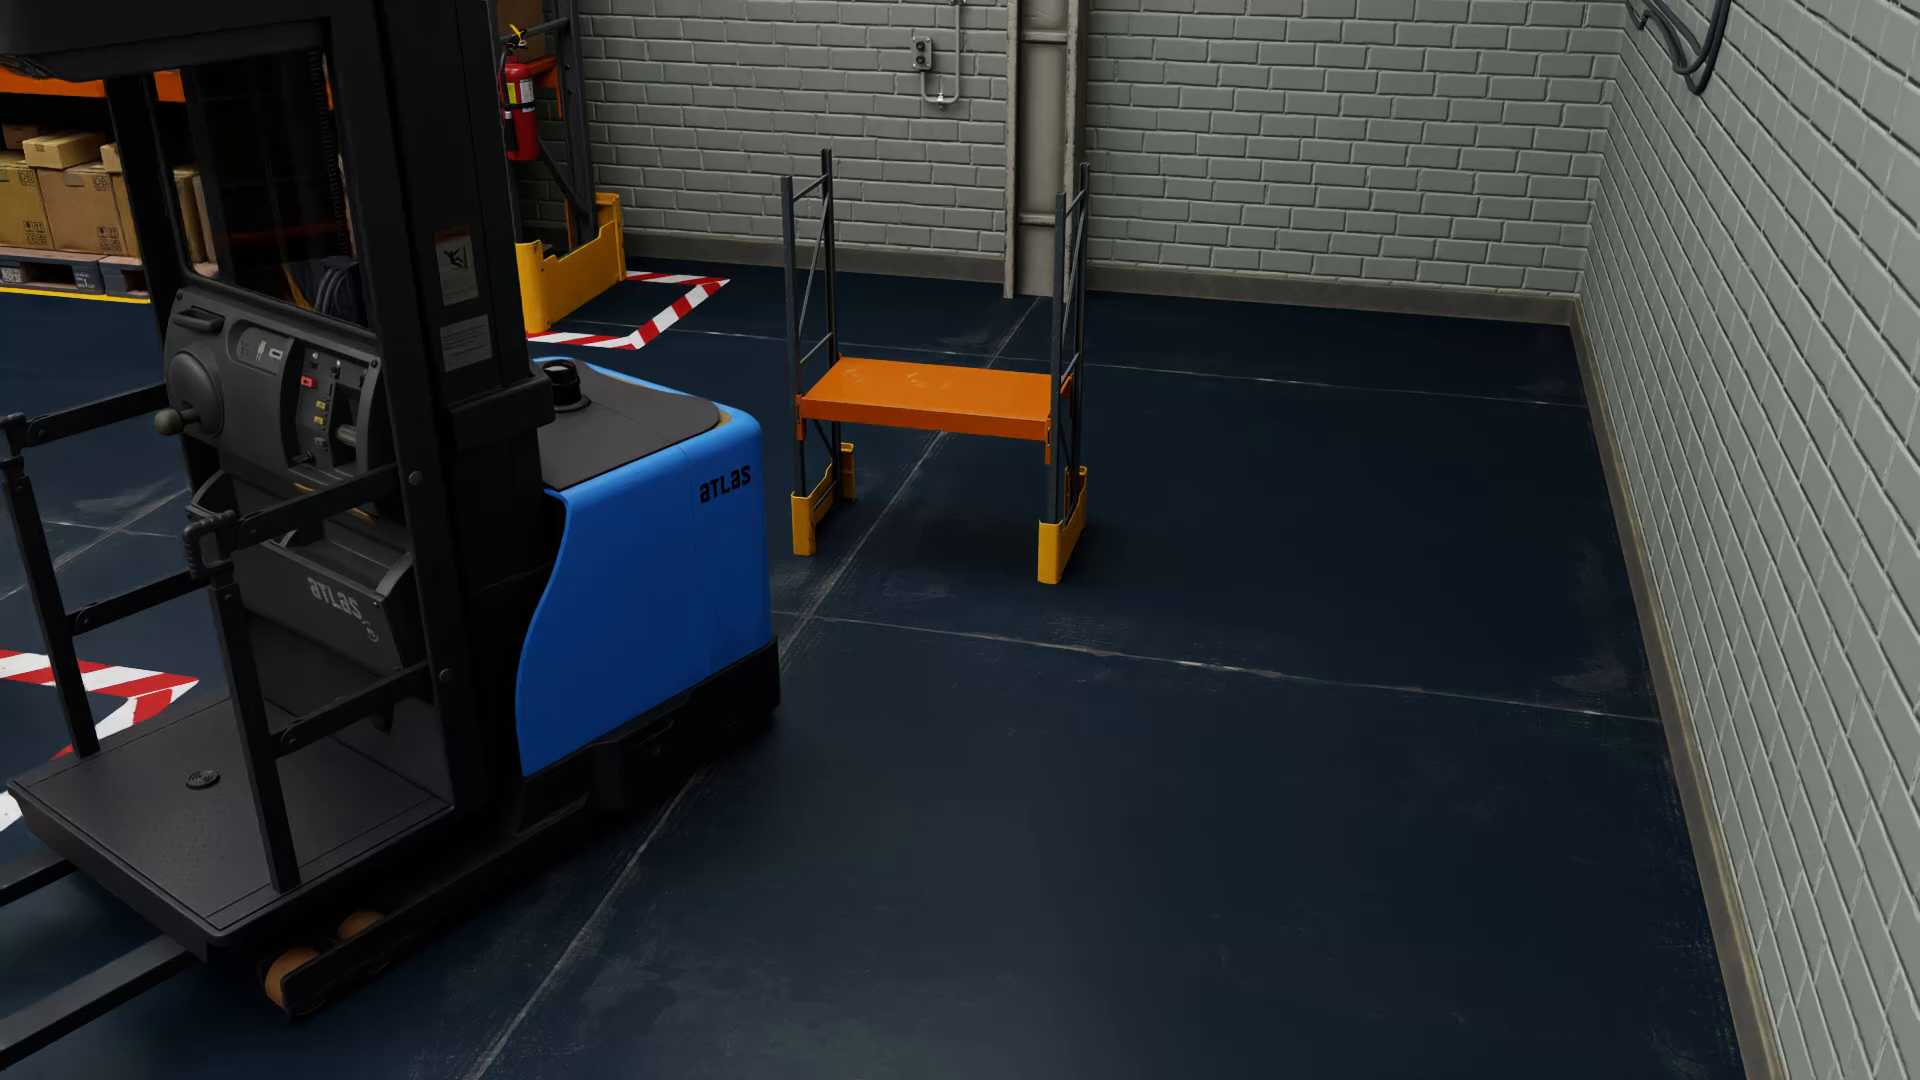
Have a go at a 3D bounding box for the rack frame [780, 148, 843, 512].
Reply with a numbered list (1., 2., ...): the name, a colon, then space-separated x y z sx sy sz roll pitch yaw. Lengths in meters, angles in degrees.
1. rack frame: -0.575 -0.741 6.561 0.032 1.500 0.500 6 26 13

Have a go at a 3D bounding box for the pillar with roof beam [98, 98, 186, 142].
1. pillar with roof beam: -6.398 -4.374 5.469 0.400 9.000 9.100 6 26 13

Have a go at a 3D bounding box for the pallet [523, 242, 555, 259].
1. pallet: -3.139 -1.538 9.736 1.213 0.211 1.003 6 26 13

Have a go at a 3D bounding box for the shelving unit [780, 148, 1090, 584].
1. shelving unit: -0.074 -0.685 6.445 1.083 1.500 0.587 6 26 13

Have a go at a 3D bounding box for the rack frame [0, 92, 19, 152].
1. rack frame: -6.219 -3.173 9.924 0.127 3.000 1.000 6 26 13

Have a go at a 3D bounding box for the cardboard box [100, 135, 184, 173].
1. cardboard box: -4.729 -2.235 9.621 0.250 0.149 0.380 6 26 12

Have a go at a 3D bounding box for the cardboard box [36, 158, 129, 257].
1. cardboard box: -5.035 -2.056 9.998 0.500 0.500 0.700 6 26 12

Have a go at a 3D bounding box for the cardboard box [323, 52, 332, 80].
1. cardboard box: -3.549 -3.004 9.220 0.700 0.700 0.980 6 26 13

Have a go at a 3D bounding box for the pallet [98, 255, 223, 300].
1. pallet: -4.317 -1.670 10.012 1.213 0.211 1.003 6 26 13

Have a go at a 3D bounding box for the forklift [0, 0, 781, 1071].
1. forklift: -1.891 -0.361 4.099 1.130 2.935 3.031 18 31 34

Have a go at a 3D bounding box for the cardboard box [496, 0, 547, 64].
1. cardboard box: -2.842 -2.930 9.066 0.700 0.700 0.980 8 26 15

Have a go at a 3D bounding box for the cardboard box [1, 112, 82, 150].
1. cardboard box: -5.612 -2.502 10.181 0.250 0.149 0.380 6 26 13

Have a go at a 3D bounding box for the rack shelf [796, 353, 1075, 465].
1. rack shelf: -0.083 -0.524 6.524 1.000 0.185 0.538 6 26 13

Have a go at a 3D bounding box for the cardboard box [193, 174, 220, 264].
1. cardboard box: -4.020 -1.946 9.767 0.500 0.500 0.700 5 26 11

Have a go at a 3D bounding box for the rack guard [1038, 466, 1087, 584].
1. rack guard: 0.408 -0.068 6.601 0.087 0.250 0.587 6 26 13

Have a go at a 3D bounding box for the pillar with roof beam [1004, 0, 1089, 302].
1. pillar with roof beam: -0.587 -3.732 4.120 0.400 9.000 9.100 6 26 13

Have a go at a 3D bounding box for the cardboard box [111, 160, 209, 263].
1. cardboard box: -4.538 -2.000 9.880 0.500 0.500 0.700 7 26 14

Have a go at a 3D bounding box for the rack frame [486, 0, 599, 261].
1. rack frame: -2.345 -2.744 9.025 0.127 3.000 1.000 6 26 13

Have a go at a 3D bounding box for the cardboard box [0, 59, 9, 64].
1. cardboard box: -4.992 -3.163 9.555 0.700 0.700 0.980 6 26 12

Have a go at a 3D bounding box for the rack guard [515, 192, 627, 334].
1. rack guard: -2.322 -1.613 9.557 0.348 0.500 1.175 6 26 13

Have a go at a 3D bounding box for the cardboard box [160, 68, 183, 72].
1. cardboard box: -4.285 -3.089 9.400 0.700 0.700 0.980 5 26 10

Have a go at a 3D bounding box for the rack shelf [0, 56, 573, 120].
1. rack shelf: -4.282 -2.634 9.629 4.000 0.370 1.077 6 26 13

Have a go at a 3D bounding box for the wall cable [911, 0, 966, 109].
1. wall cable: -0.870 -3.460 9.346 1.851 1.984 0.084 6 26 13

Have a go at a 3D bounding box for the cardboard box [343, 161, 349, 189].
1. cardboard box: -3.218 -2.069 9.272 0.250 0.149 0.380 6 26 12

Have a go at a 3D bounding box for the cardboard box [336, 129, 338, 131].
1. cardboard box: -3.857 -2.309 9.776 0.250 0.149 0.380 7 26 14

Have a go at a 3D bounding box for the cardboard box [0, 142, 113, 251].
1. cardboard box: -5.521 -2.111 10.114 0.500 0.500 0.700 7 26 14

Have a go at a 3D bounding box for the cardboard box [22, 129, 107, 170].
1. cardboard box: -5.234 -2.291 9.738 0.250 0.149 0.380 7 26 15

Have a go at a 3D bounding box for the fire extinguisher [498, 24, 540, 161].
1. fire extinguisher: -2.314 -2.333 8.684 0.183 0.674 0.296 6 26 13

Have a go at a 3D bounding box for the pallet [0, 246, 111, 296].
1. pallet: -5.502 -1.800 10.284 1.213 0.211 1.003 6 26 13

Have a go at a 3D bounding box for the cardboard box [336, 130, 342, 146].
1. cardboard box: -3.610 -2.282 9.719 0.250 0.149 0.380 7 26 13

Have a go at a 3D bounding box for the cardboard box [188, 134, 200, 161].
1. cardboard box: -4.351 -2.364 9.890 0.250 0.149 0.380 6 26 12

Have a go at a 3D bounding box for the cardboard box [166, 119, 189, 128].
1. cardboard box: -4.845 -2.418 10.005 0.250 0.149 0.380 5 26 11

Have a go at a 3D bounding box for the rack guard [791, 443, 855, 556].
1. rack guard: -0.556 -0.174 6.825 0.087 0.250 0.587 6 26 13

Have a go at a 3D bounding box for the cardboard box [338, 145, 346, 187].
1. cardboard box: -3.466 -2.097 9.329 0.250 0.149 0.380 7 26 14

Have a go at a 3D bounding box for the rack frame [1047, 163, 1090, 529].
1. rack frame: 0.410 -0.632 6.332 0.032 1.500 0.500 6 26 13

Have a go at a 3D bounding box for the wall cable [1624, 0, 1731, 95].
1. wall cable: 3.043 -3.297 6.819 0.112 2.526 3.097 6 26 13

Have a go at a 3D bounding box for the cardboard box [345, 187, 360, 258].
1. cardboard box: -3.533 -1.892 9.654 0.500 0.500 0.700 6 26 13

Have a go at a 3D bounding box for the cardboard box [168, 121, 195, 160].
1. cardboard box: -4.601 -2.391 9.948 0.250 0.149 0.380 7 26 14
